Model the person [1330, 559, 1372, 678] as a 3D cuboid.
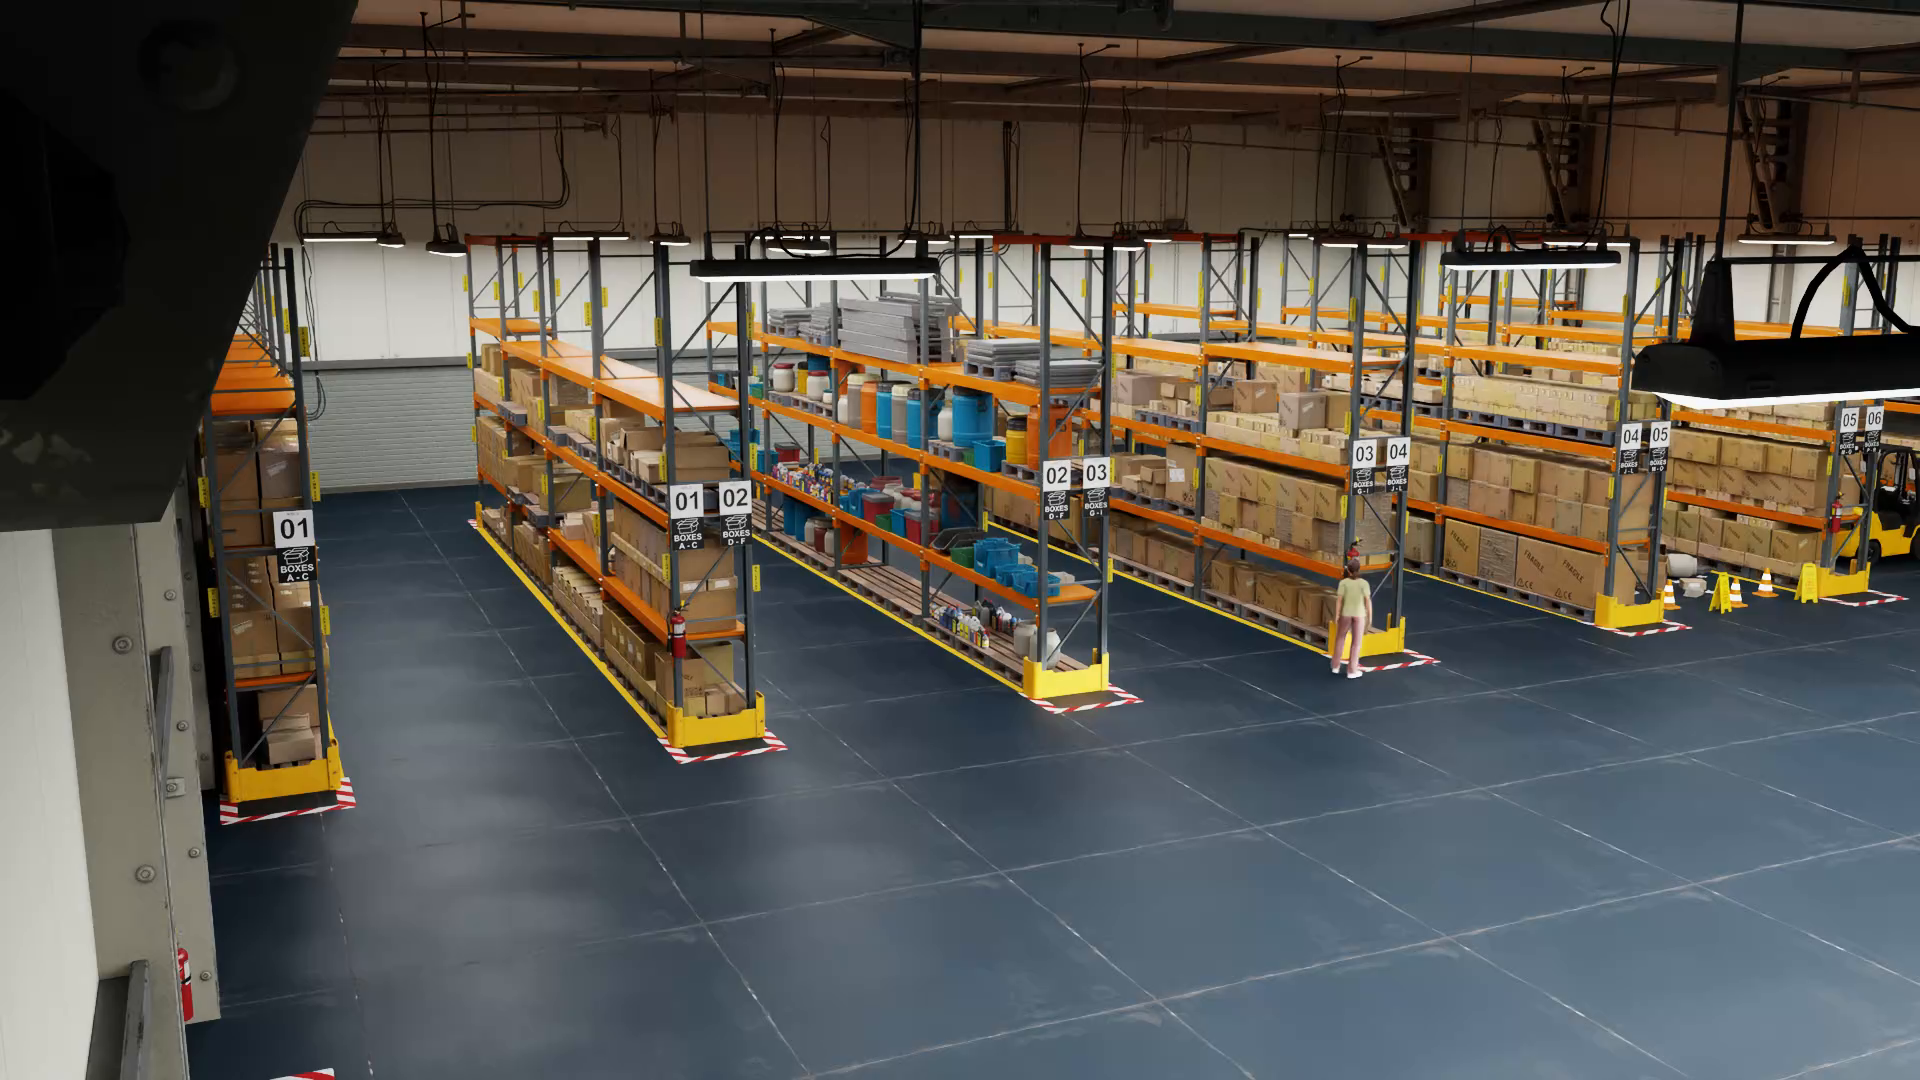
[{"bbox_3d":[5.478,1.084,23.231,0.545,1.691,0.477,3,11,17],"label":"person"}]
